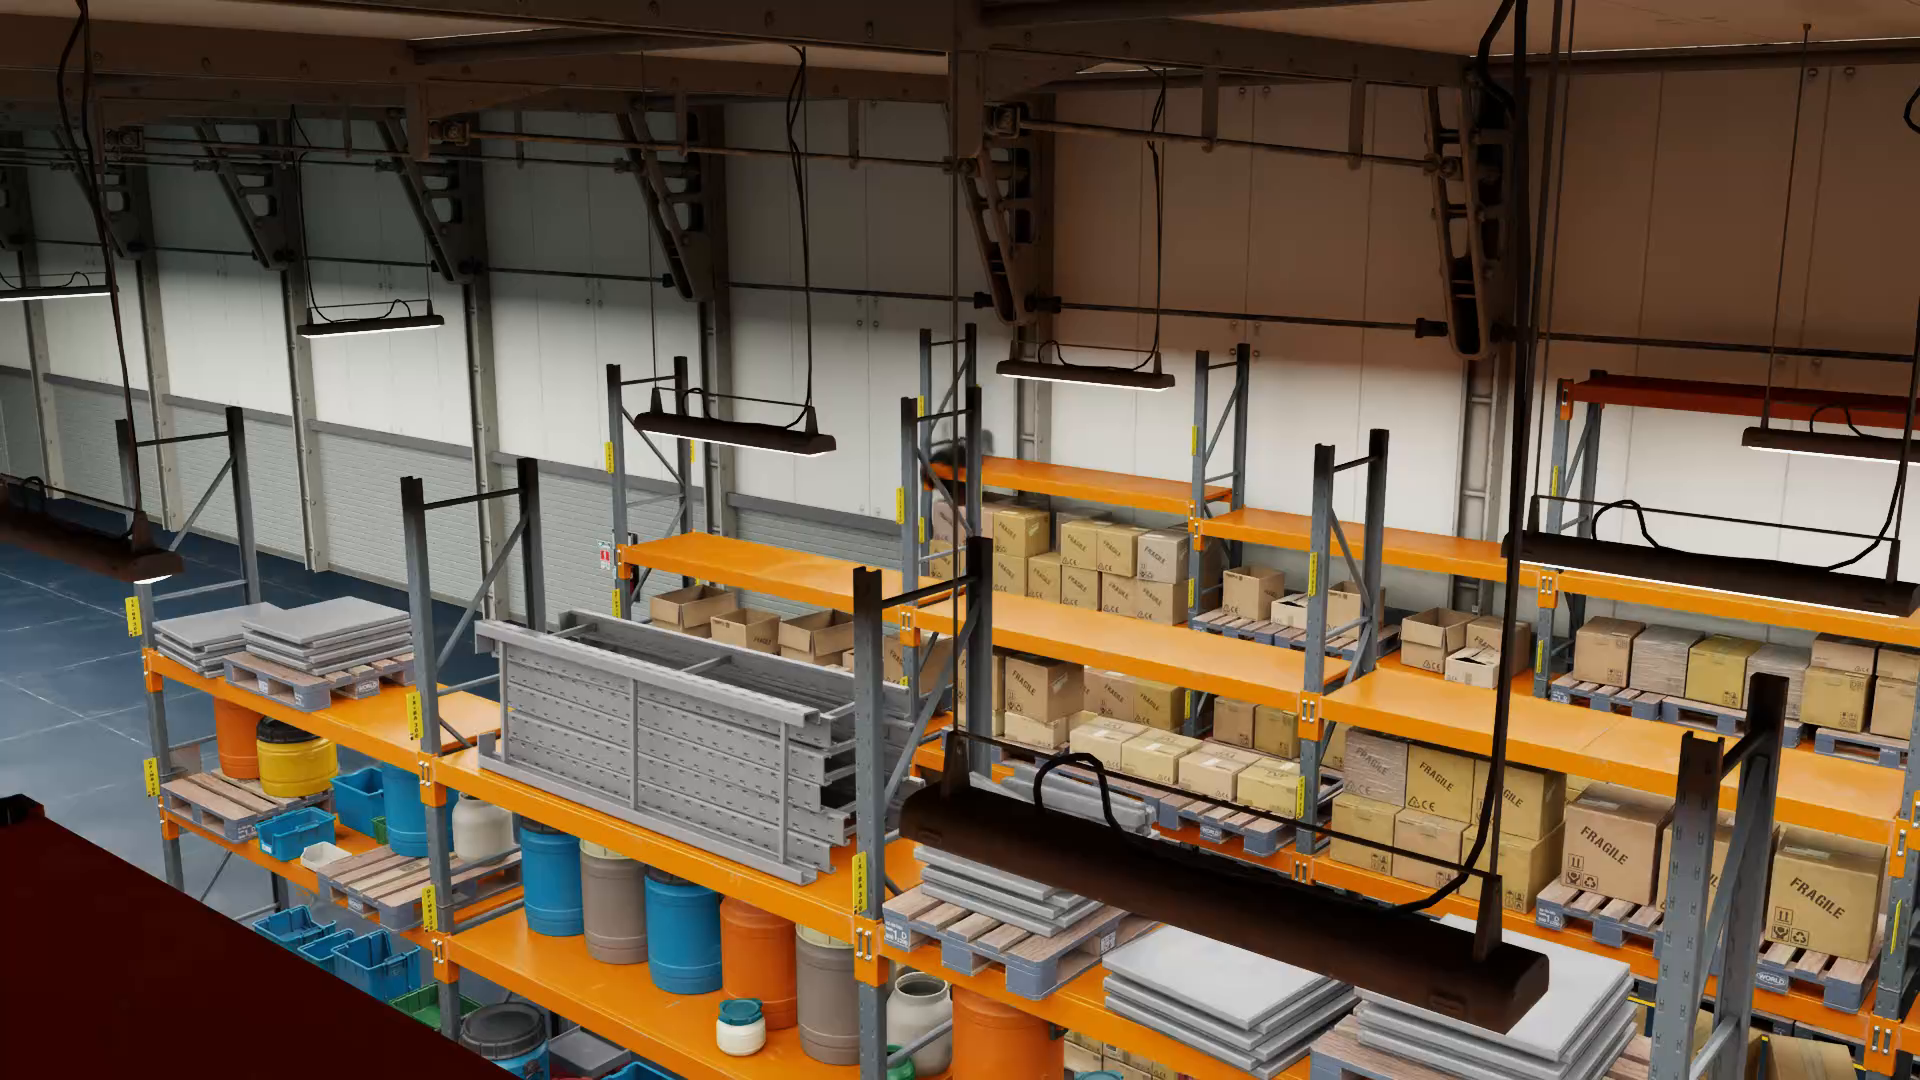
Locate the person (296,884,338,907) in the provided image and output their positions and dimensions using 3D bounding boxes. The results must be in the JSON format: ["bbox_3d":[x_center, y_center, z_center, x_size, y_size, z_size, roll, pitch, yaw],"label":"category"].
[{"bbox_3d":[-6.978,3.264,18.056,0.750,1.761,0.548,-6,14,-25],"label":"person"}]
